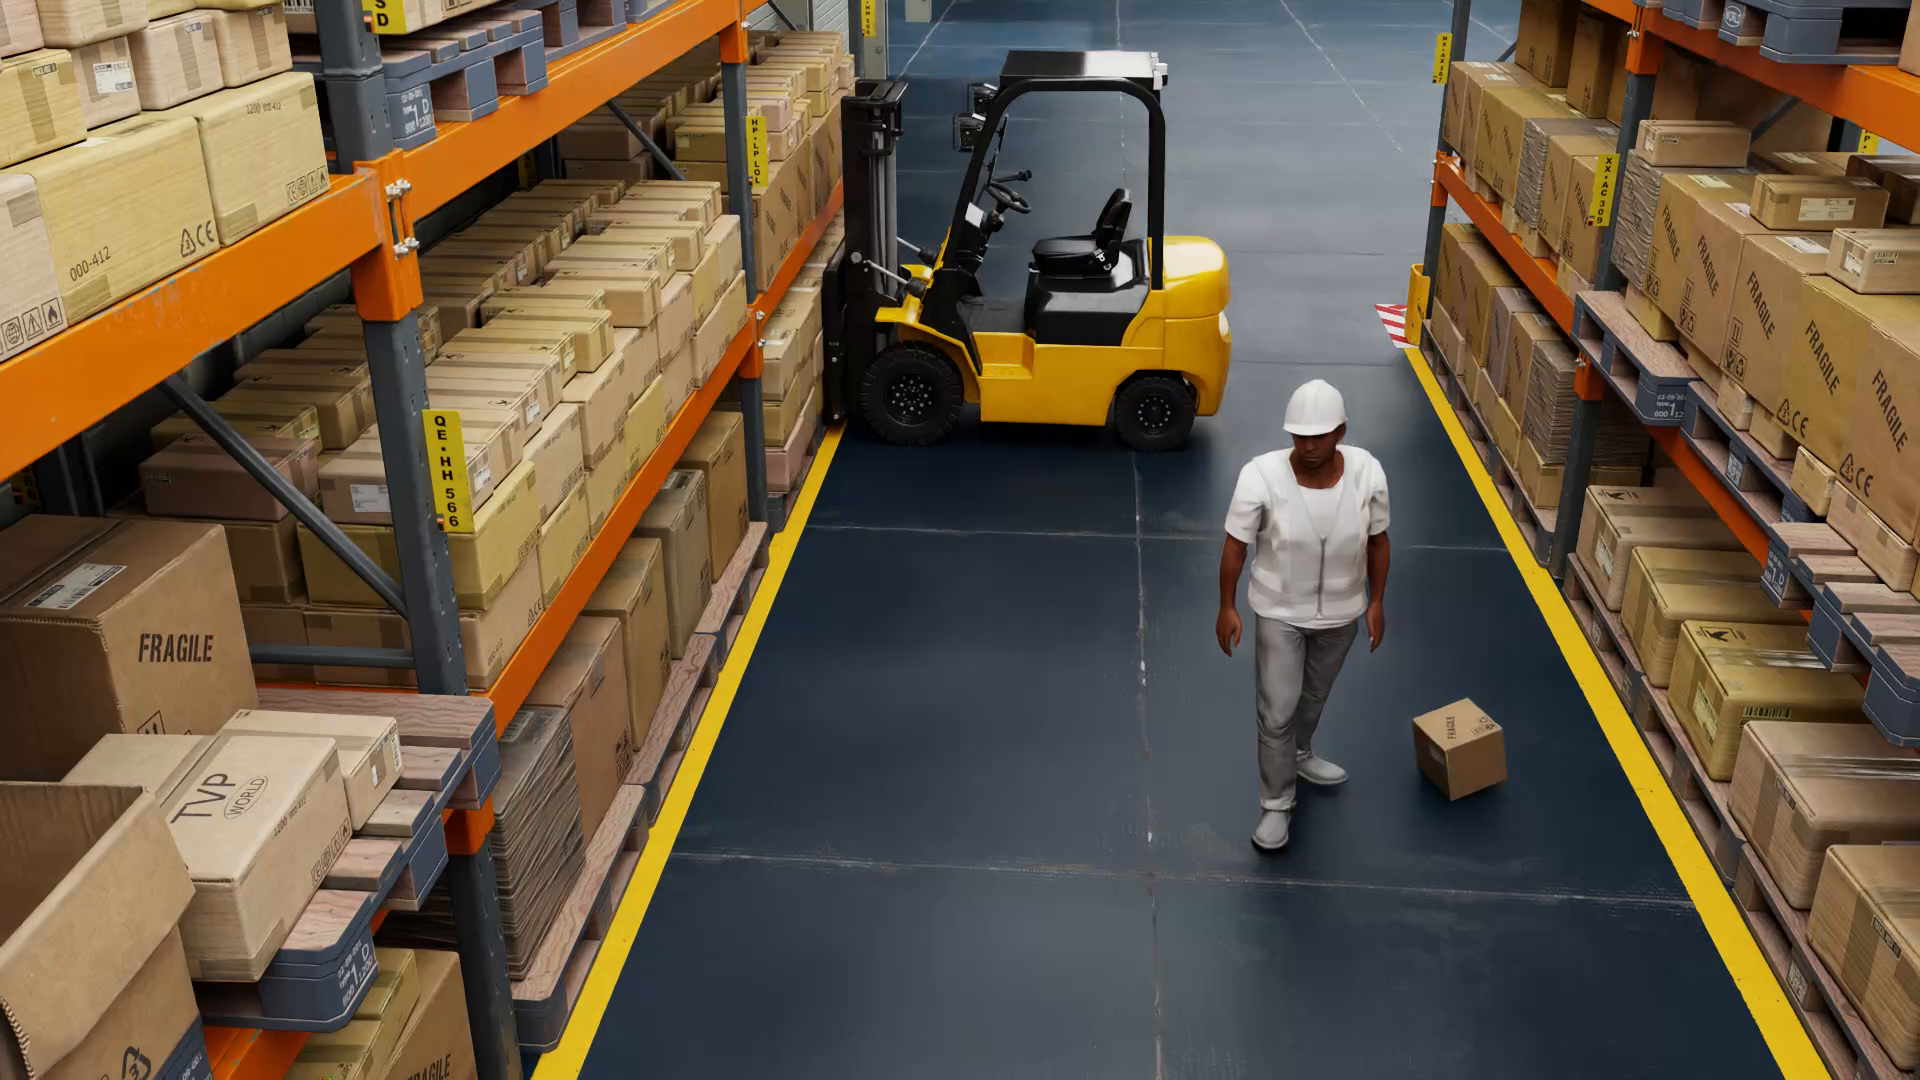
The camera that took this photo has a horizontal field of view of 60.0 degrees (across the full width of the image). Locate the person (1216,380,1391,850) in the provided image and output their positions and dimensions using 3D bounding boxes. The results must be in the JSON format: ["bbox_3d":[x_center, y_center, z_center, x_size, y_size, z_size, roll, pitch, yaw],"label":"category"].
[{"bbox_3d":[1.245,0.243,6.052,0.608,1.759,0.611,-3,25,-6],"label":"person"}]
